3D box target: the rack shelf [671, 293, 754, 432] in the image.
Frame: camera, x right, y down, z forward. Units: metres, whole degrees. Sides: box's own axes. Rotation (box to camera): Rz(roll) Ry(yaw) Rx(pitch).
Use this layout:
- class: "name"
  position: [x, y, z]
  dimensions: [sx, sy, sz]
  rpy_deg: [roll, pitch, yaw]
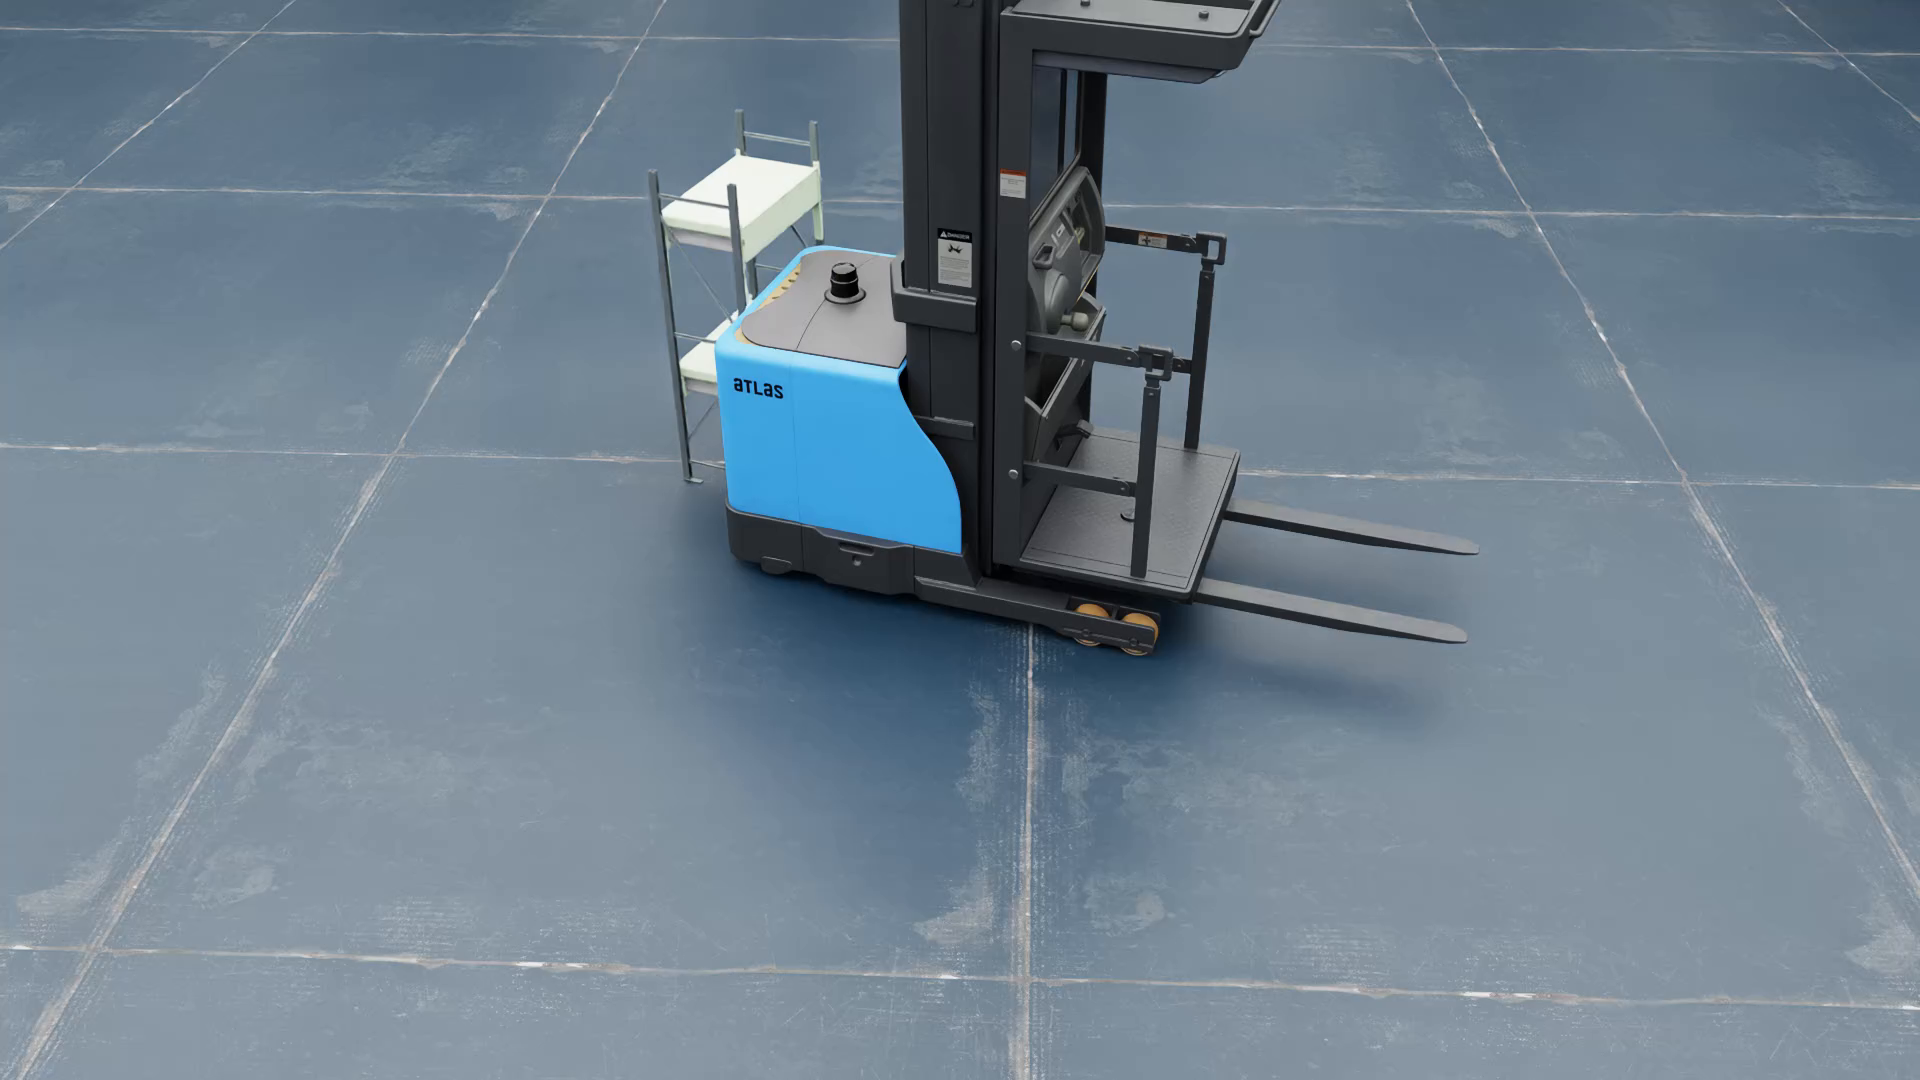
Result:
- class: "rack shelf"
  position: [-0.941, -0.779, 7.619]
  dimensions: [0.431, 0.370, 0.720]
  rpy_deg: [13, 37, 18]

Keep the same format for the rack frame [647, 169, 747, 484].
- class: "rack frame"
  position: [-1.083, -0.852, 7.155]
  dimensions: [0.400, 1.500, 0.023]
  rpy_deg: [13, 37, 18]

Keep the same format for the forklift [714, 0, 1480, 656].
- class: "forklift"
  position: [0.593, -1.086, 6.246]
  dimensions: [3.031, 2.935, 1.130]
  rpy_deg: [11, 37, 15]

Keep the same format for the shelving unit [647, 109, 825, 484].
- class: "shelving unit"
  position: [-0.943, -1.046, 7.432]
  dimensions: [0.431, 1.500, 0.755]
  rpy_deg: [13, 37, 18]

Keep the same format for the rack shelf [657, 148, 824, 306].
- class: "rack shelf"
  position: [-0.945, -1.366, 7.208]
  dimensions: [0.431, 0.370, 0.720]
  rpy_deg: [13, 37, 18]

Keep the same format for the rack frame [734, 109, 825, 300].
- class: "rack frame"
  position: [-0.803, -1.241, 7.709]
  dimensions: [0.400, 1.500, 0.023]
  rpy_deg: [13, 37, 18]
